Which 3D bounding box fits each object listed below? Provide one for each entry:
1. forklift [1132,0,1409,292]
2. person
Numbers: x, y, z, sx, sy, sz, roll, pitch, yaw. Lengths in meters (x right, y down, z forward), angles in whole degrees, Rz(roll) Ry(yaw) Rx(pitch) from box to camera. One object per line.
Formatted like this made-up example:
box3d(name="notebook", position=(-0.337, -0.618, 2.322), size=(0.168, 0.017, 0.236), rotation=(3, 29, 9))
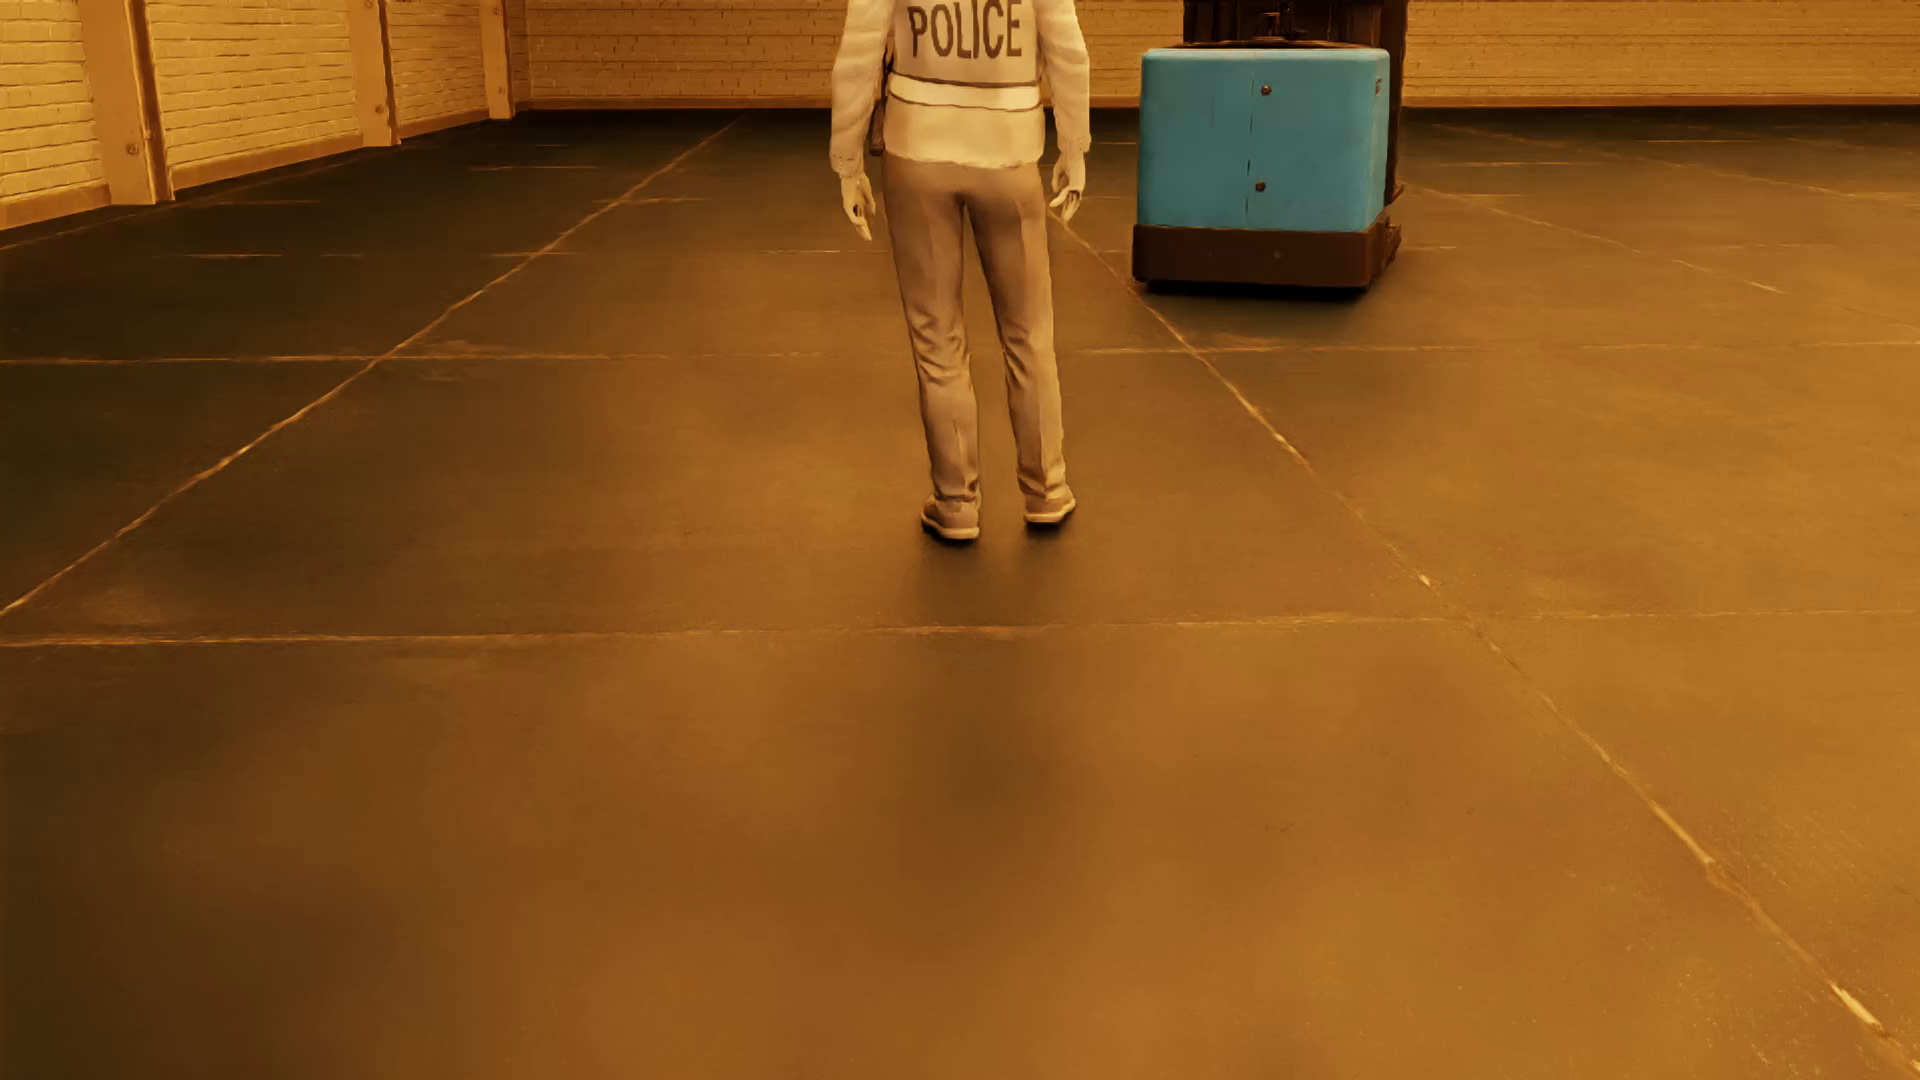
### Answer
box3d(name="forklift", position=(1.732, -2.900, 8.385), size=(1.130, 2.935, 3.031), rotation=(5, 18, 17))
box3d(name="person", position=(0.004, -0.837, 3.733), size=(0.586, 1.695, 0.532), rotation=(-1, 17, -3))
